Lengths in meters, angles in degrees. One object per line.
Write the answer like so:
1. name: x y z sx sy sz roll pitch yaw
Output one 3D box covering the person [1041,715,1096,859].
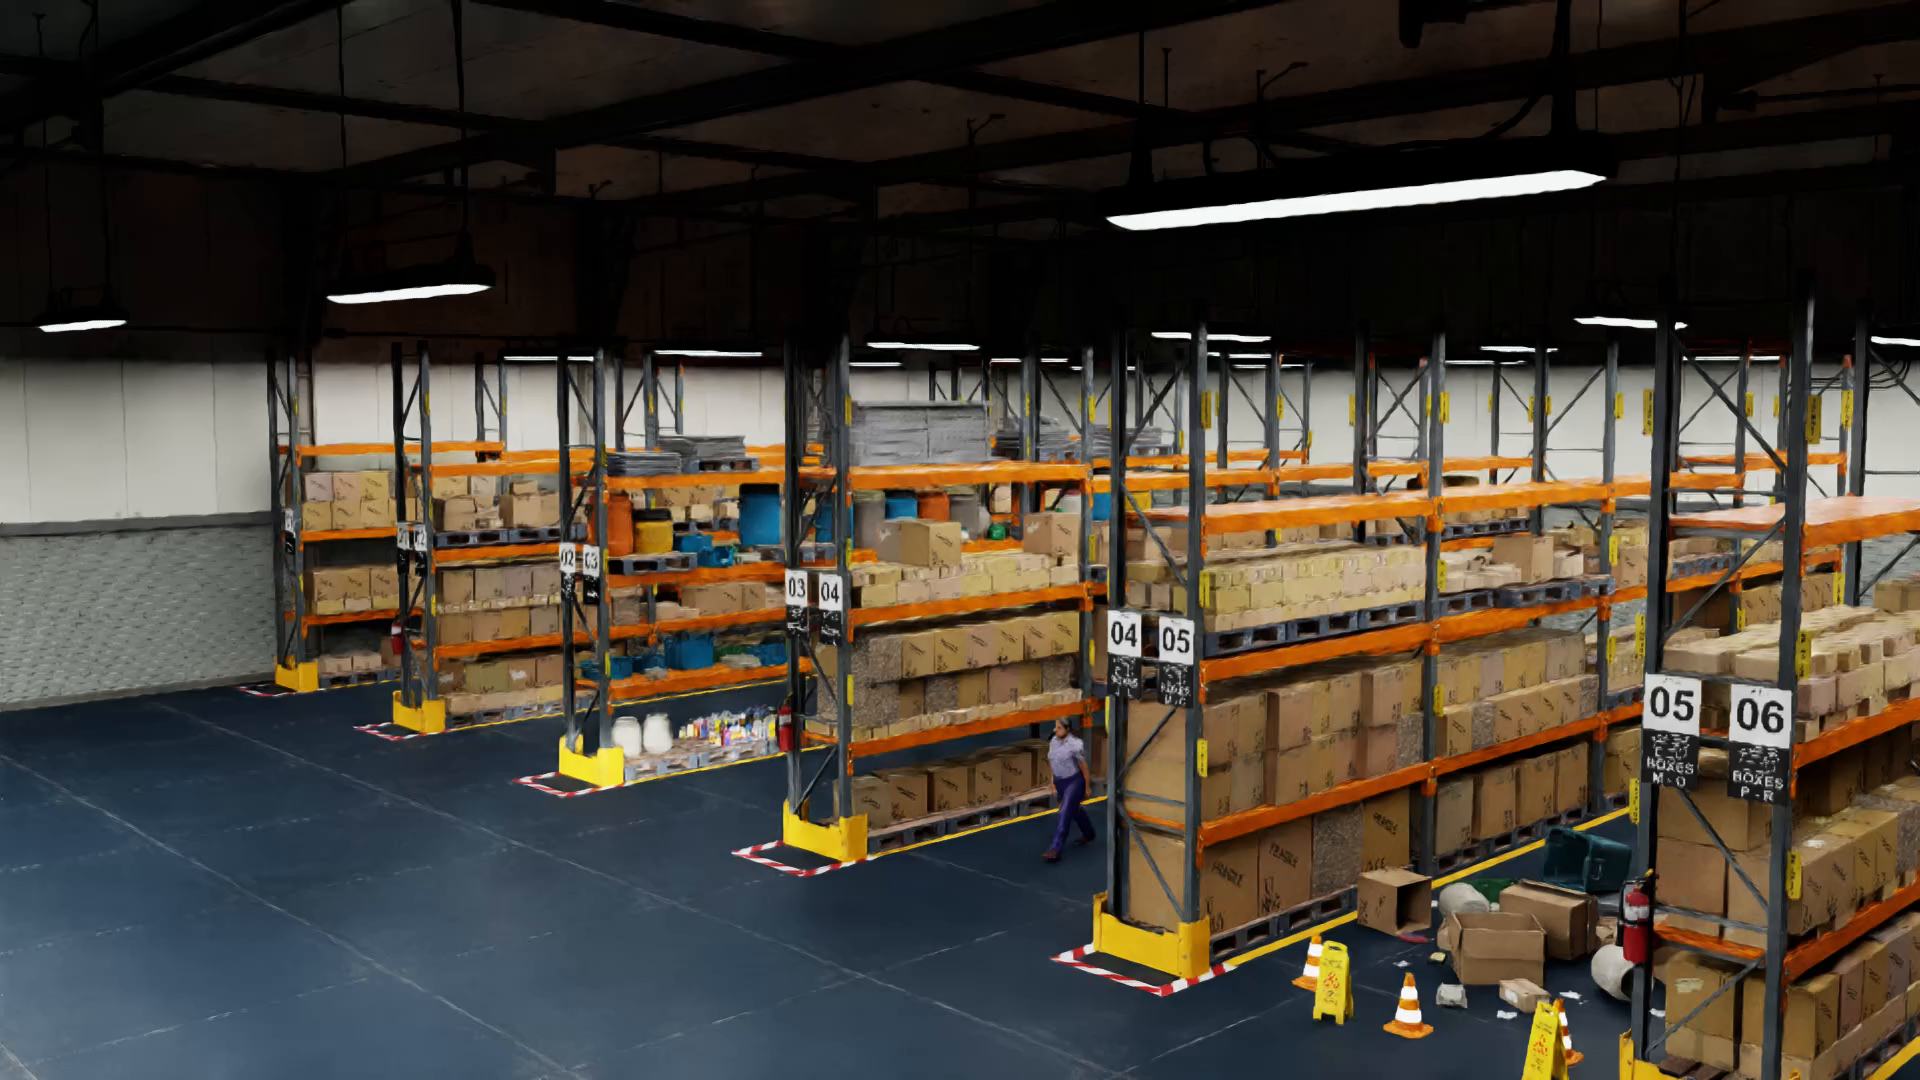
1. person: 1.197 2.745 18.786 1.090 1.567 0.479 -4 7 -41
